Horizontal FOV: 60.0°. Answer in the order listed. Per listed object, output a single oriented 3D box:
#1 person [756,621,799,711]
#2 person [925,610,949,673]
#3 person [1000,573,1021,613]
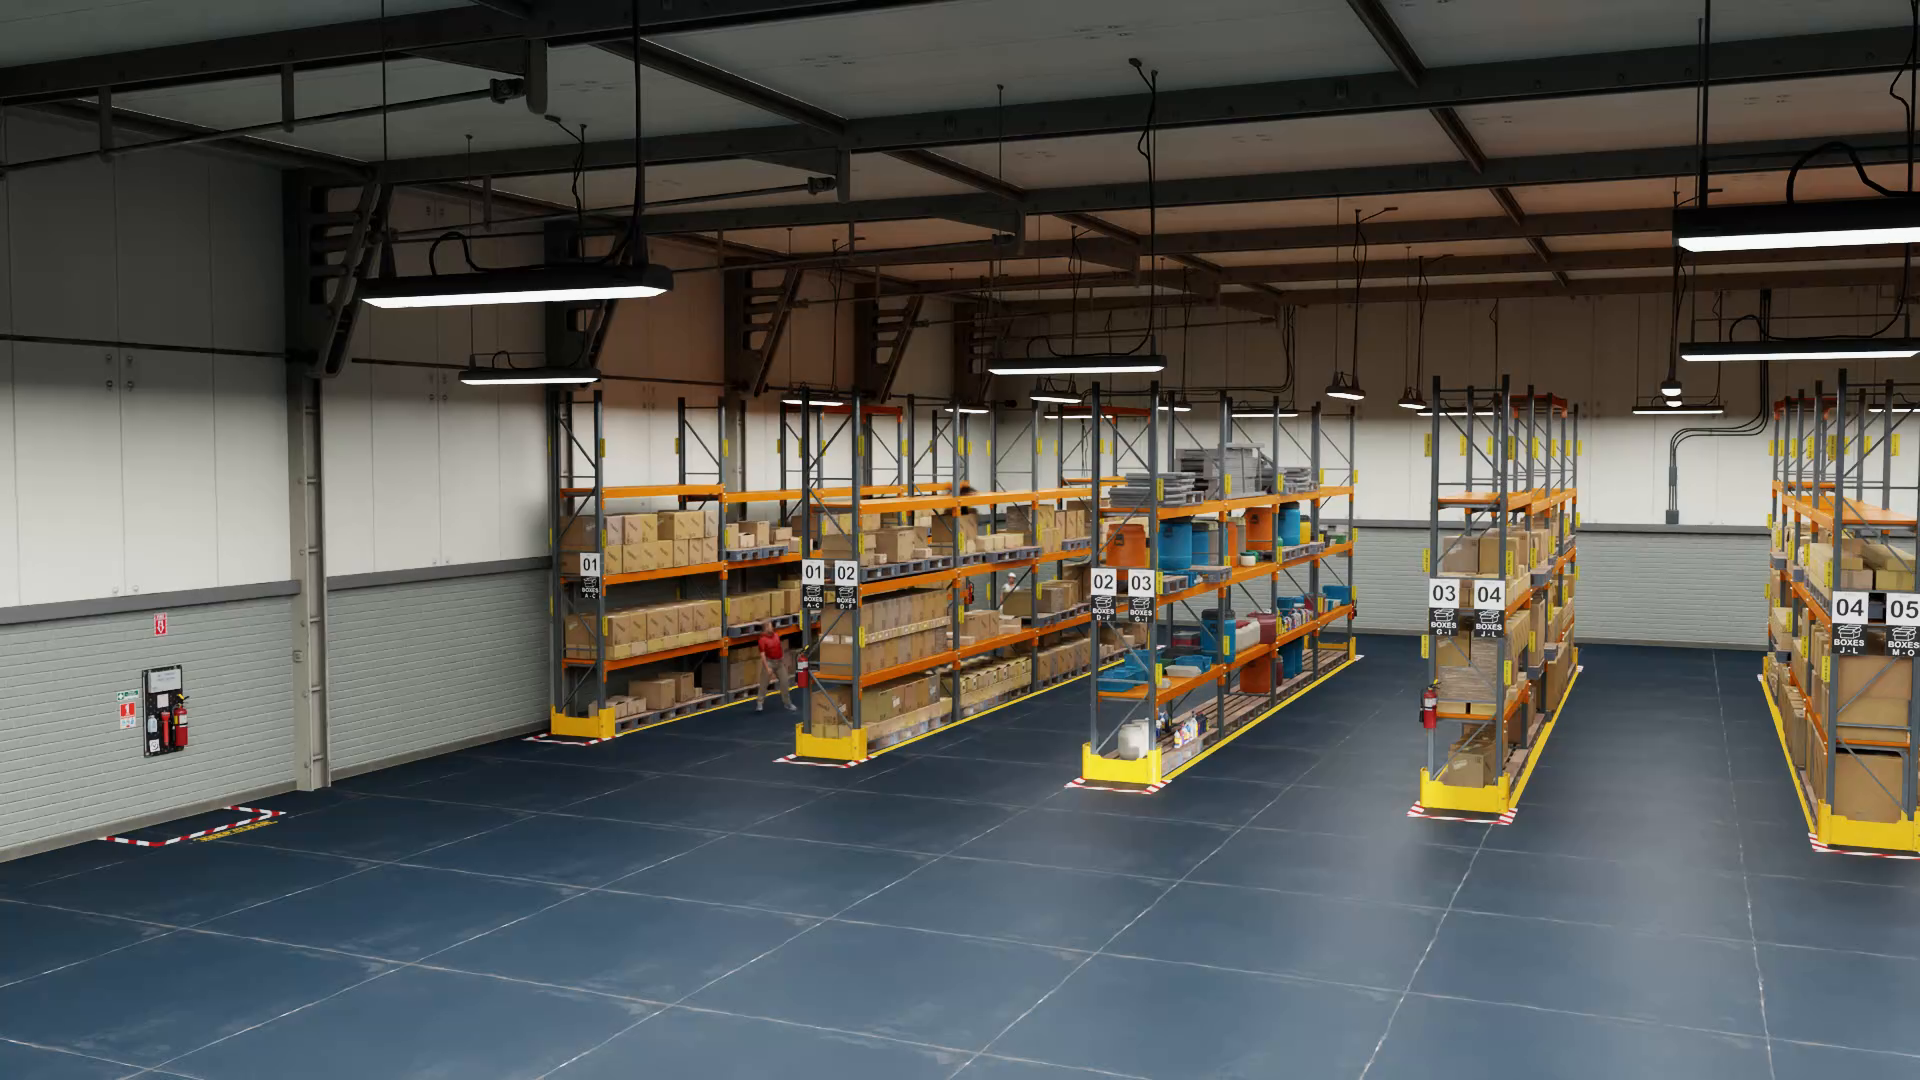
[{"bbox_3d":[-3.521,2.408,31.705,0.733,1.736,0.589,-3,4,-38],"label":"person"},{"bbox_3d":[-0.566,2.127,37.069,0.713,1.814,0.936,1,3,22],"label":"person"},{"bbox_3d":[1.335,1.725,43.342,0.652,1.756,0.783,-1,3,-17],"label":"person"}]
